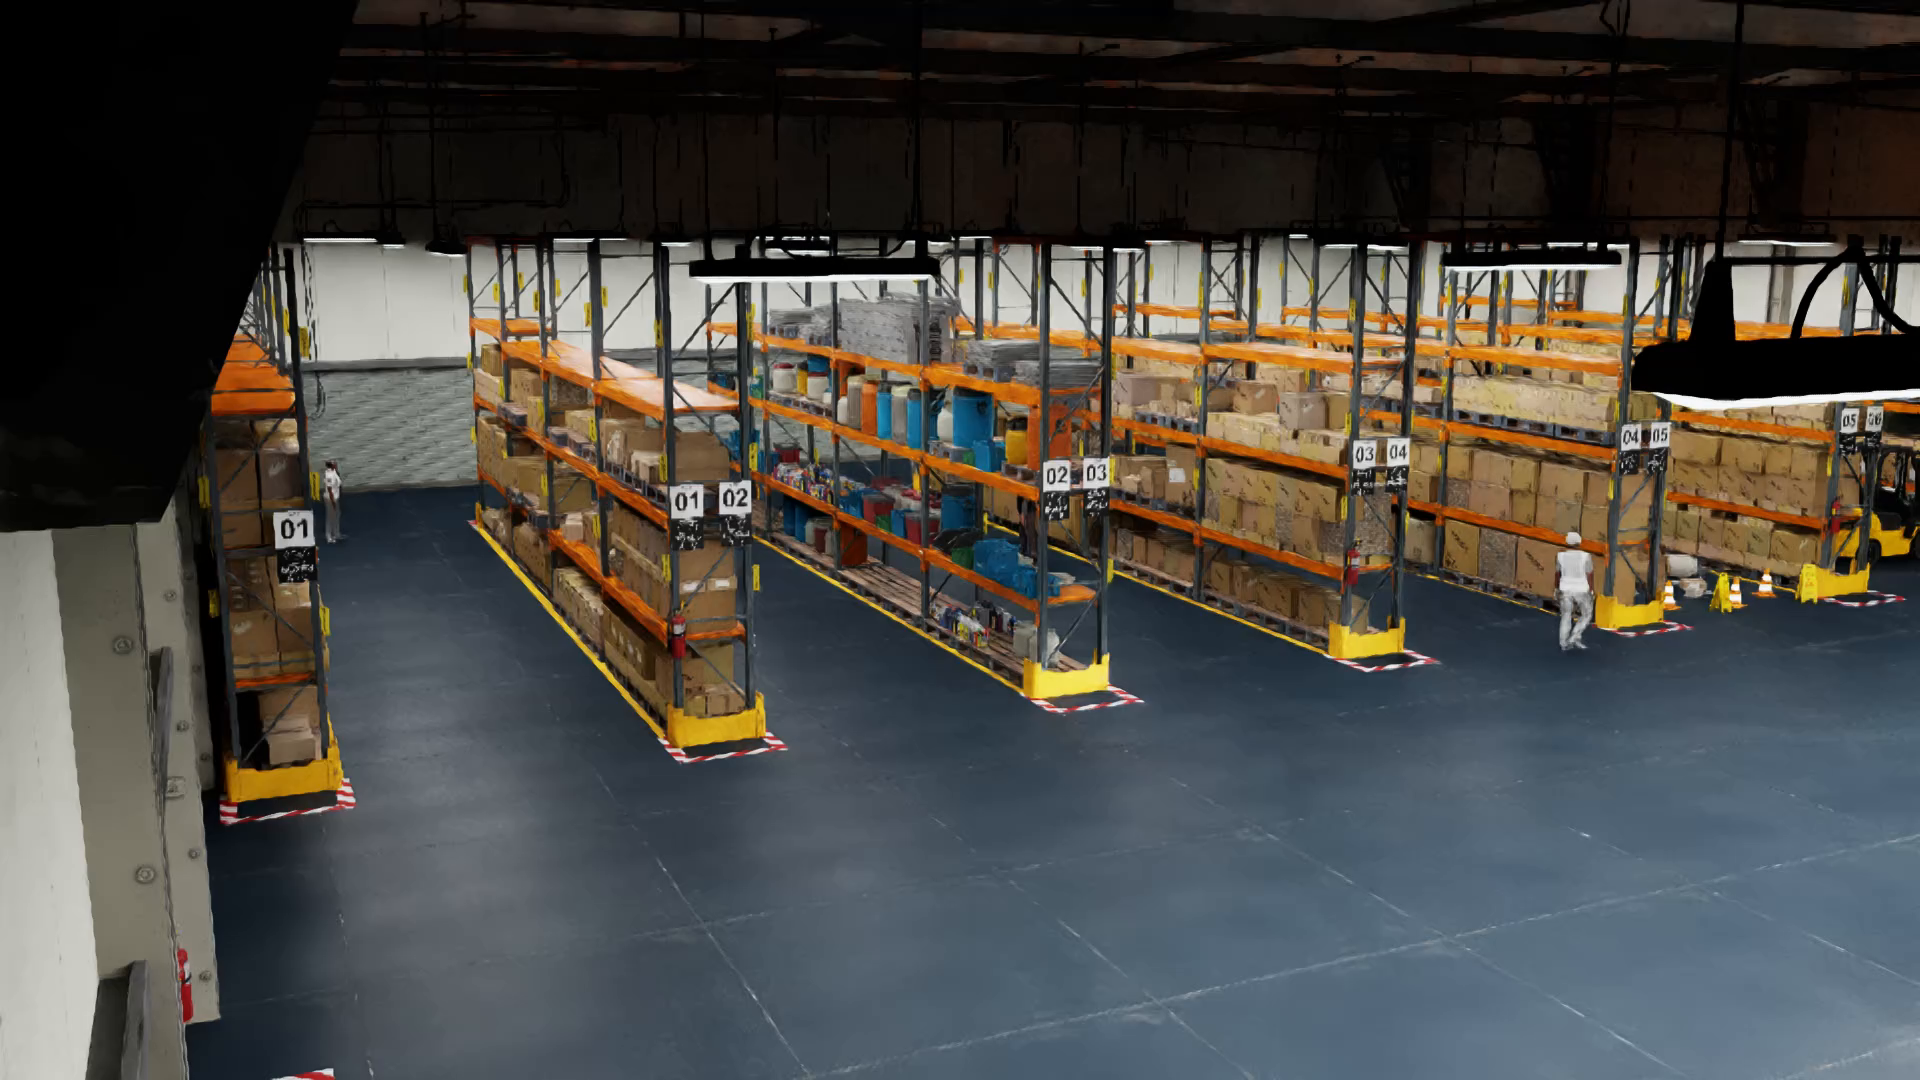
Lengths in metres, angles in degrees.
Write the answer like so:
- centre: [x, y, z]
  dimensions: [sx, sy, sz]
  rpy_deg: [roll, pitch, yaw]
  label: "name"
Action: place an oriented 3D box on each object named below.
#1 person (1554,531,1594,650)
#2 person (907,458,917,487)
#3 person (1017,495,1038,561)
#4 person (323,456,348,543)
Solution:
- centre: [9.059, 0.757, 24.537]
  dimensions: [0.597, 1.780, 0.447]
  rpy_deg: [8, 13, 35]
  label: "person"
- centre: [-0.971, -2.099, 39.590]
  dimensions: [0.622, 1.662, 0.579]
  rpy_deg: [9, 14, 40]
  label: "person"
- centre: [1.277, -0.490, 31.063]
  dimensions: [0.429, 1.718, 0.627]
  rpy_deg: [0, 11, 2]
  label: "person"
- centre: [-12.399, -0.819, 32.879]
  dimensions: [0.386, 1.674, 0.563]
  rpy_deg: [-2, 11, -10]
  label: "person"
